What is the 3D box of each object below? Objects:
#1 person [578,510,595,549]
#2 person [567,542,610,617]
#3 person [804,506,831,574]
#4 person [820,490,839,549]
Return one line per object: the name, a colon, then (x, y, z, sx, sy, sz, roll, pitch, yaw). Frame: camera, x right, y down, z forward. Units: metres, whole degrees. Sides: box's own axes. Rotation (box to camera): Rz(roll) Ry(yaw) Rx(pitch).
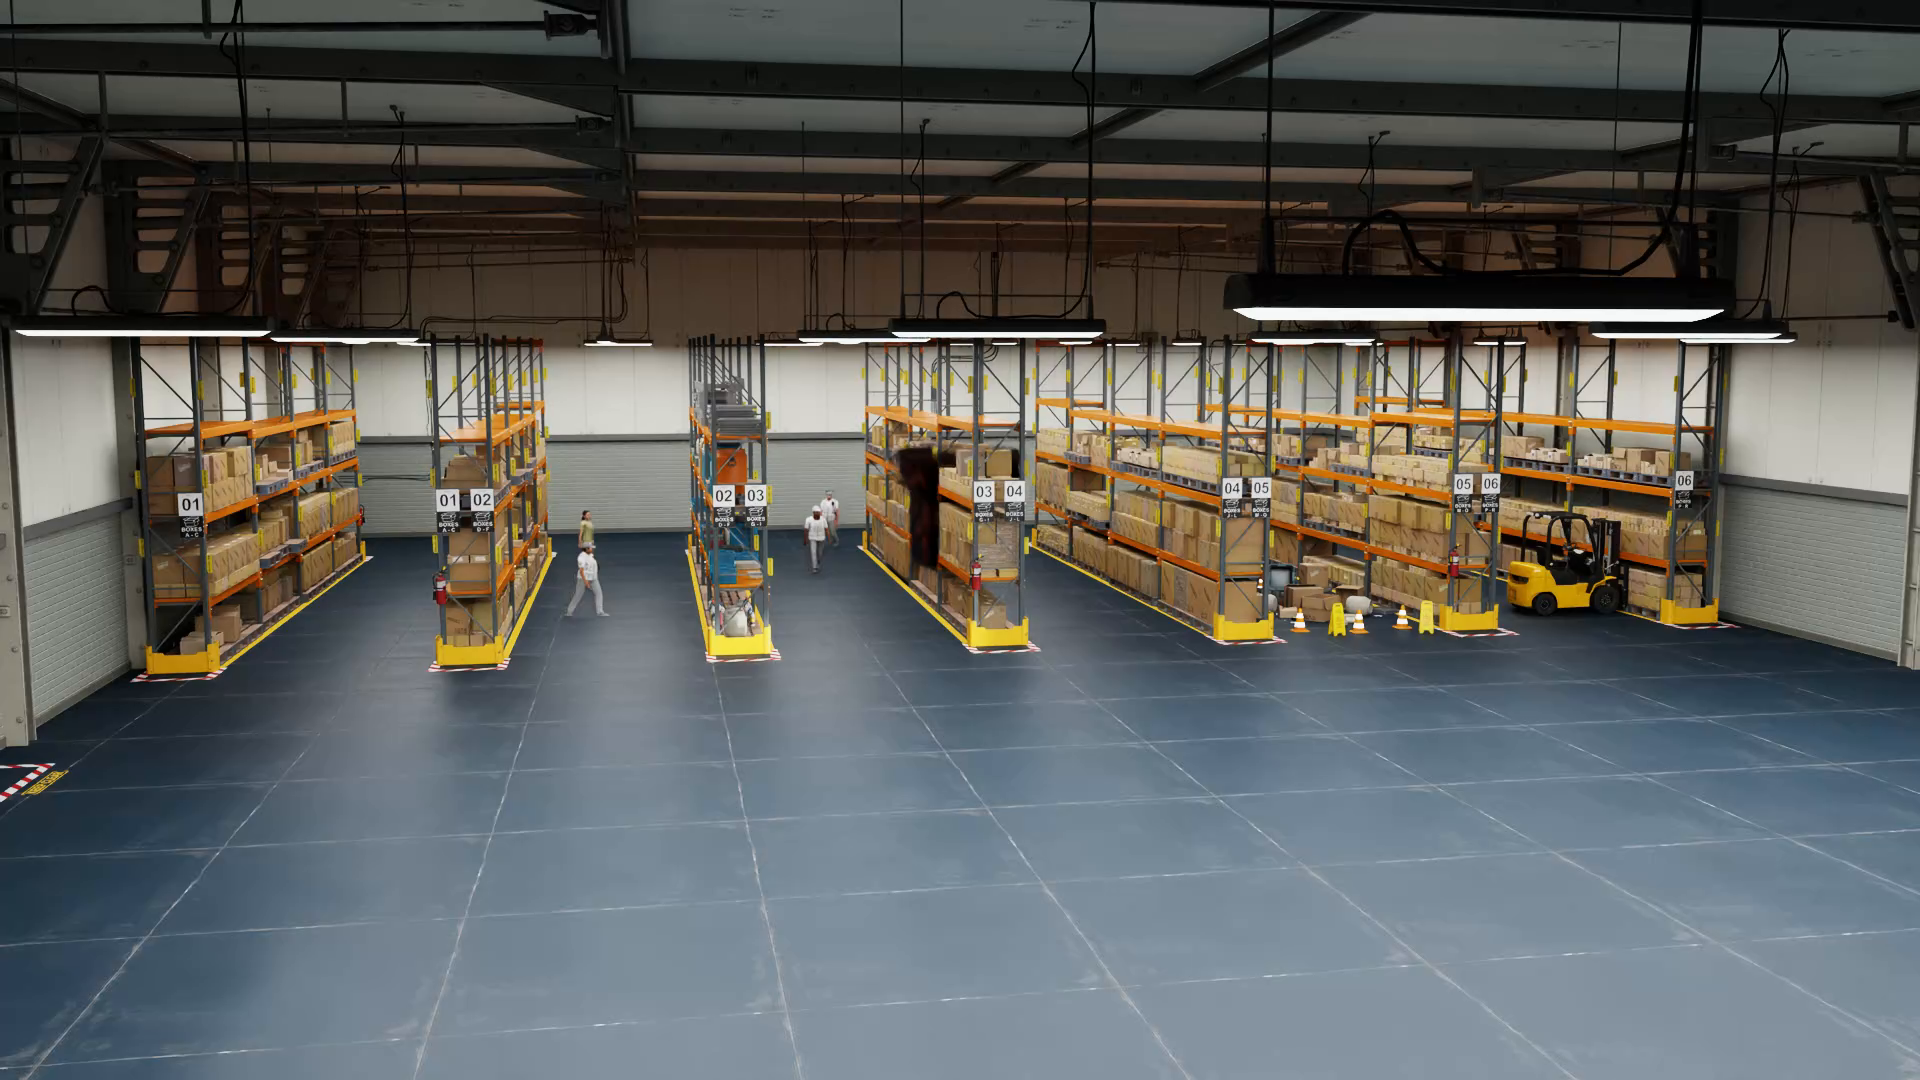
person: (-9.426, 0.071, 42.080, 0.400, 1.676, 0.446, 0, 7, 0)
person: (-7.997, 0.840, 35.620, 0.844, 1.625, 0.631, 4, 8, 30)
person: (-3.657, -0.019, 42.625, 0.674, 1.717, 1.058, -1, 7, -12)
person: (-3.769, -0.591, 47.610, 0.619, 1.707, 0.861, 1, 7, 12)
